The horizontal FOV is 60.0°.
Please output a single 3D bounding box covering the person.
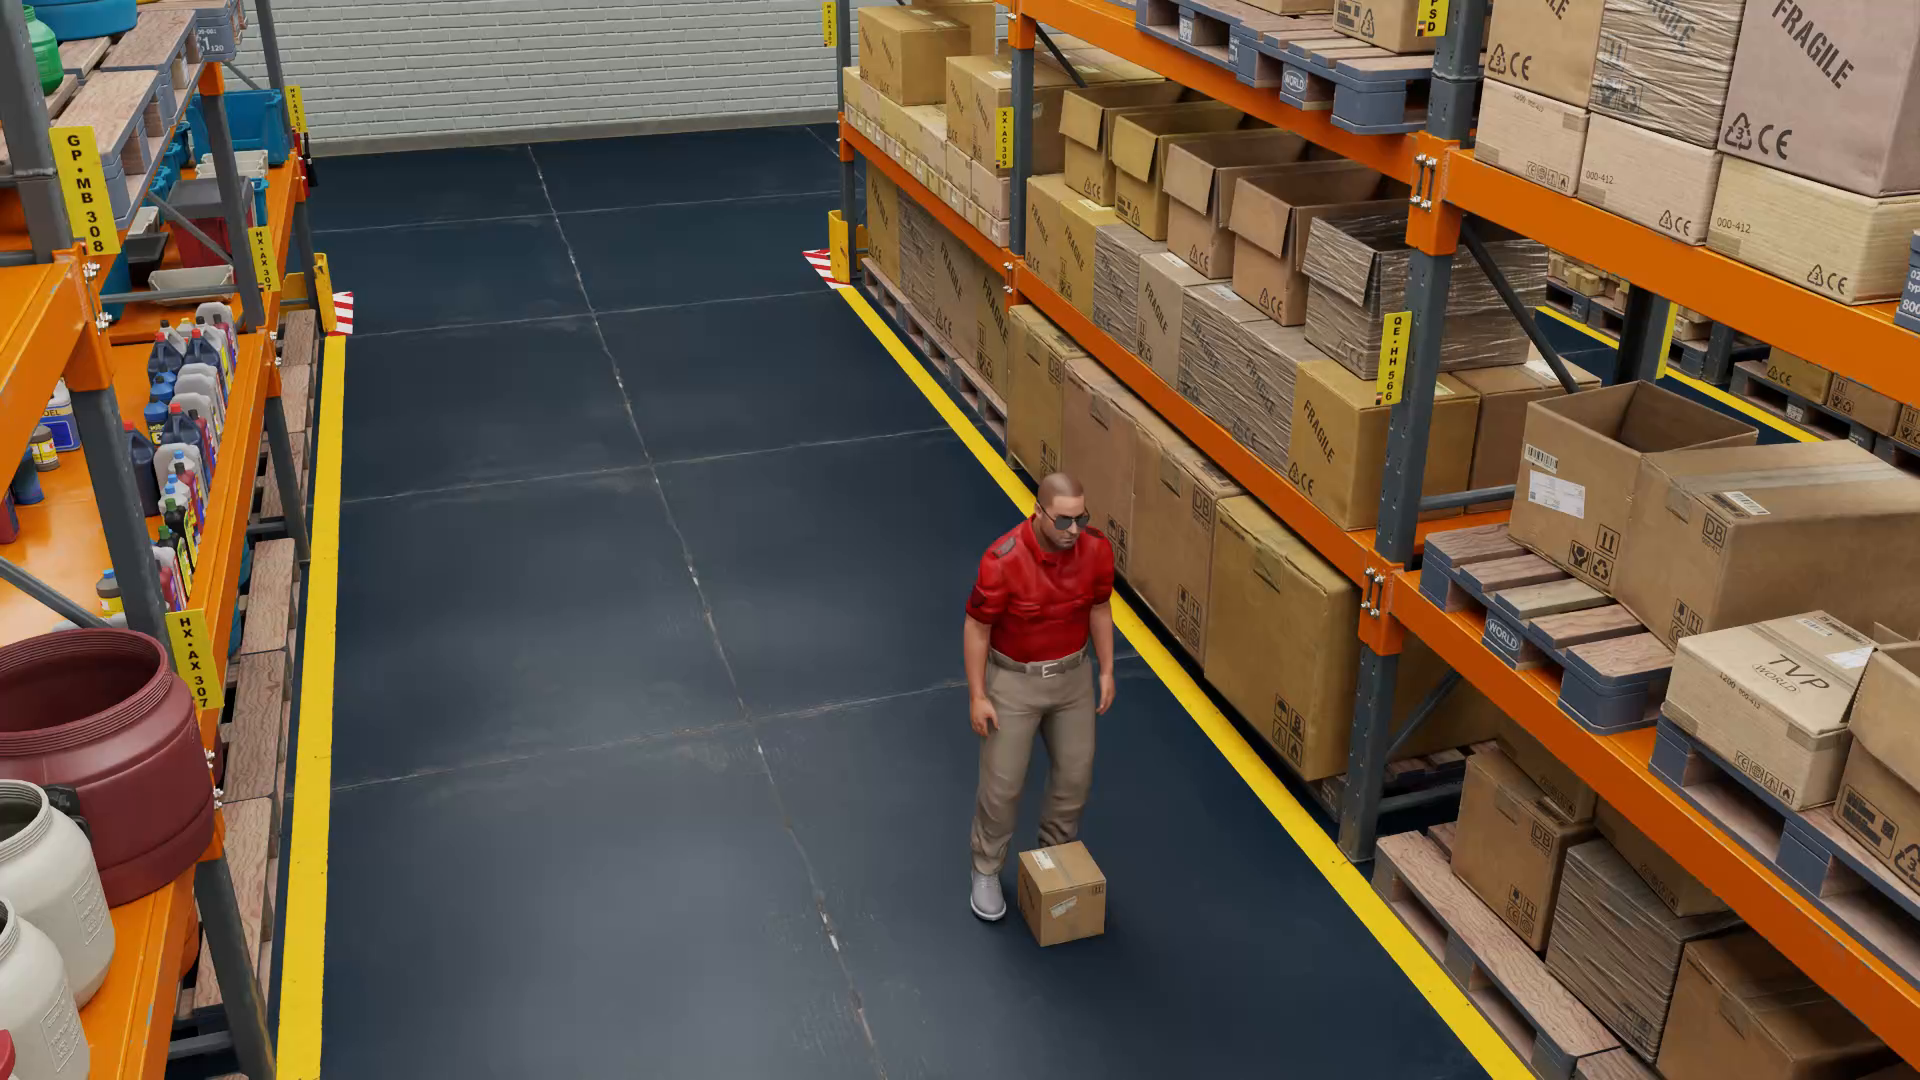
[{"bbox_3d":[0.293,0.536,6.040,0.603,1.726,0.394,-10,28,-19],"label":"person"}]
